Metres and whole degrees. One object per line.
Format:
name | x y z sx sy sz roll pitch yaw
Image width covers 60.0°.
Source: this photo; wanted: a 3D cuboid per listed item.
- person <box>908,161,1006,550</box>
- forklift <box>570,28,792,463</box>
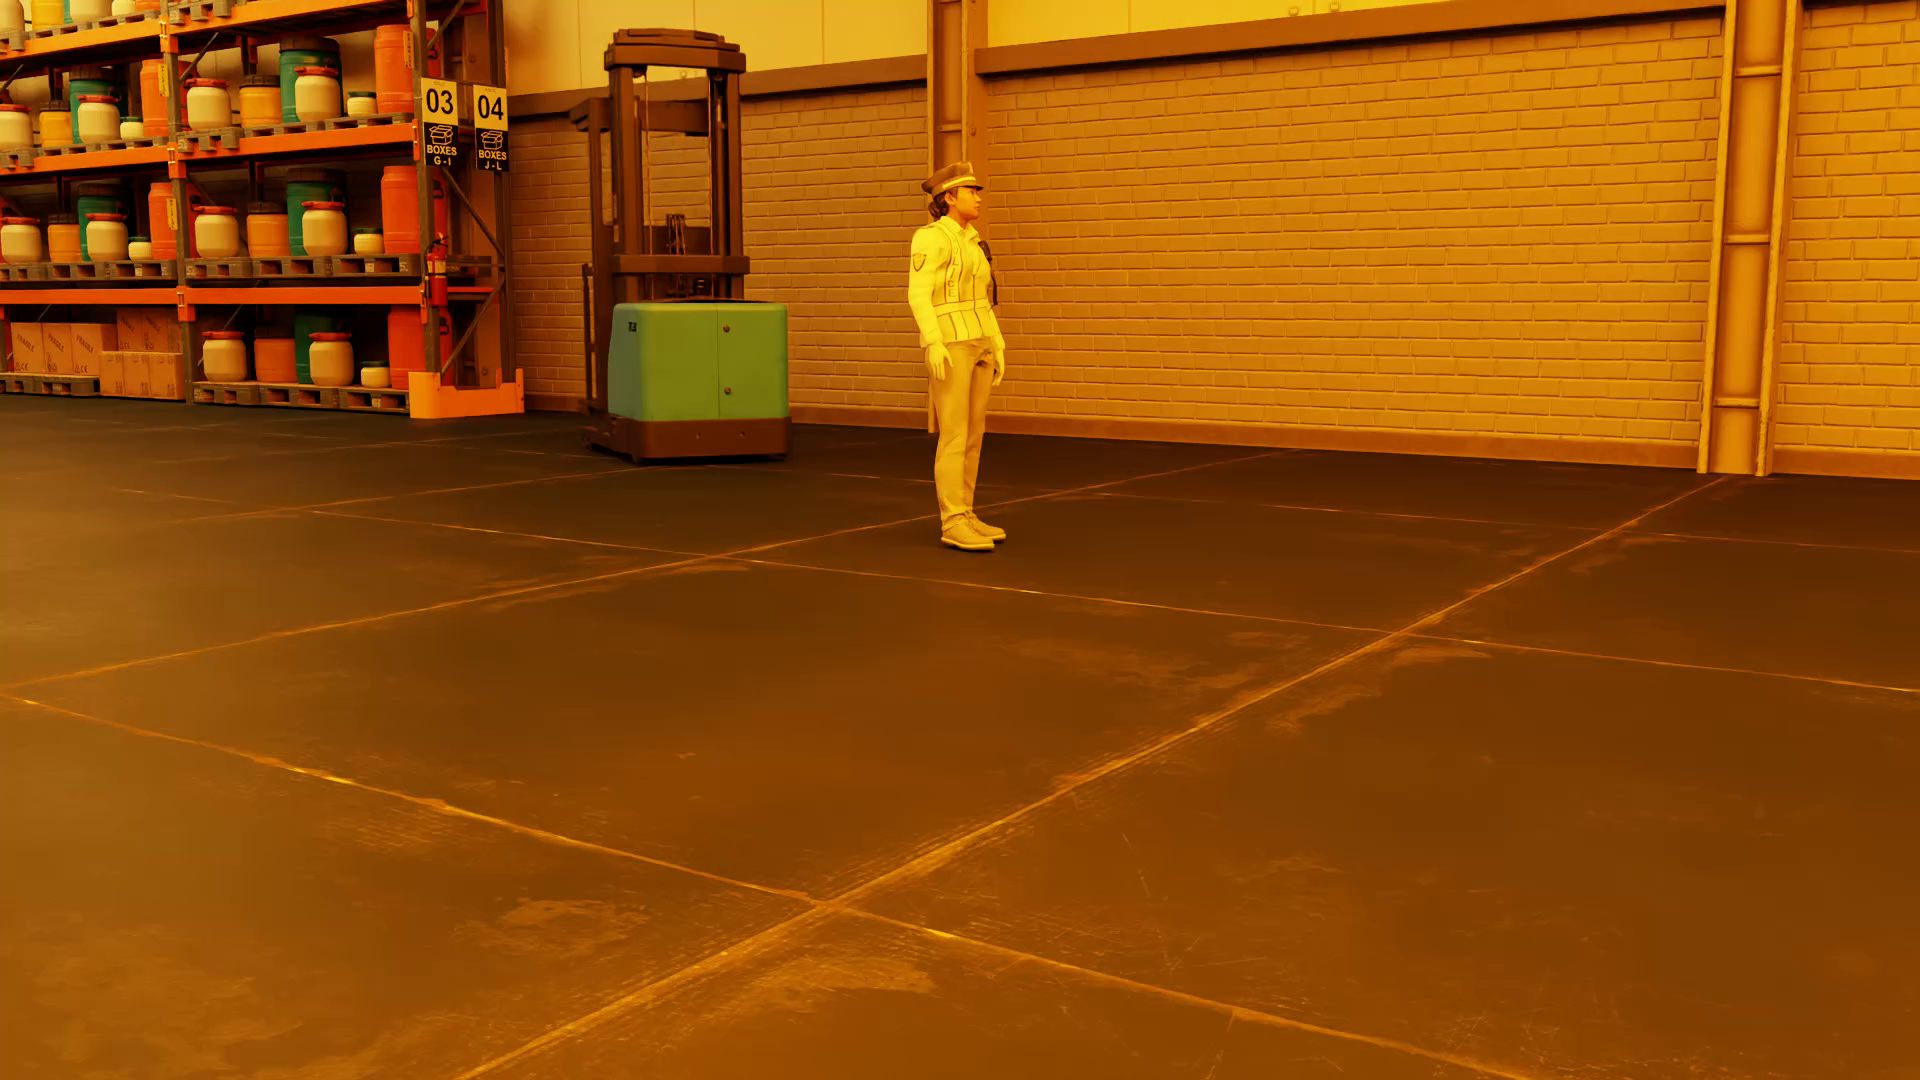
person | 0.053 -0.840 7.439 0.530 1.694 0.586 5 10 34
forklift | -2.201 -2.133 12.195 1.130 2.935 3.031 -4 9 -24
